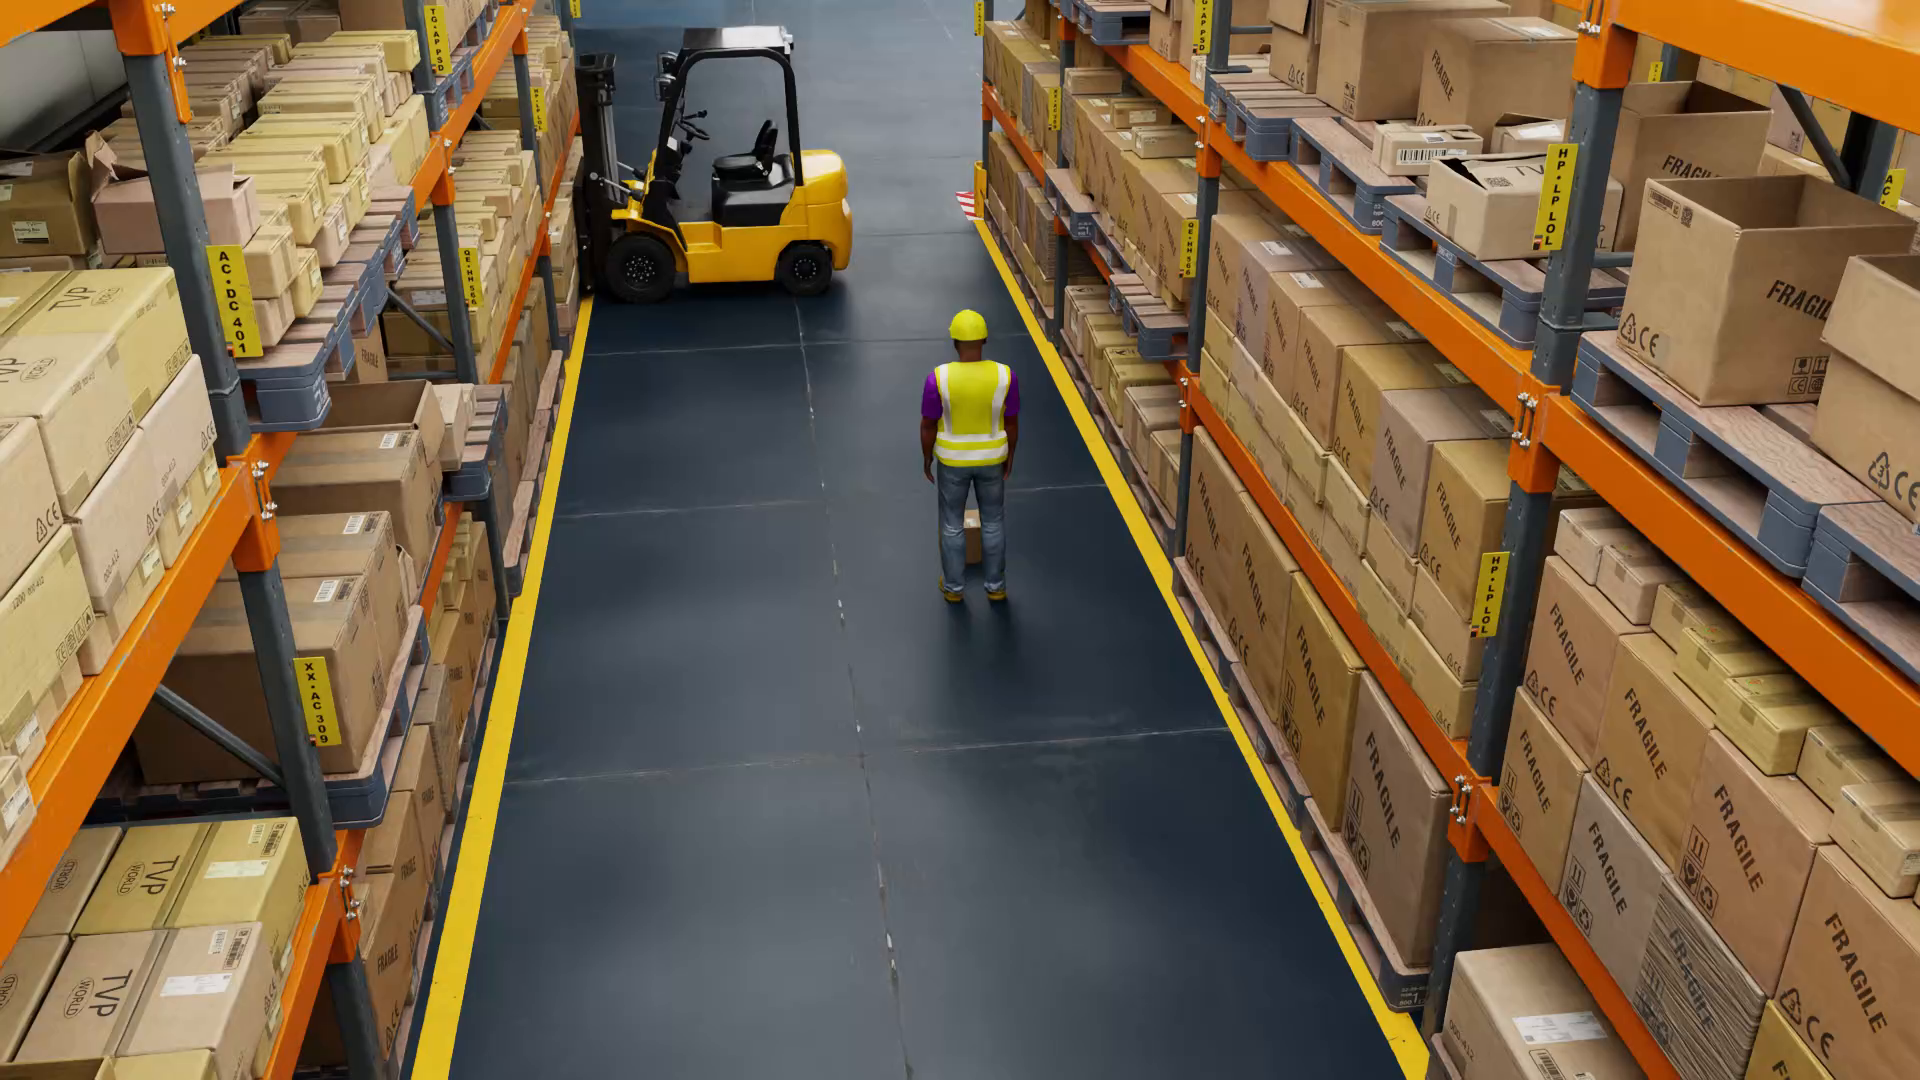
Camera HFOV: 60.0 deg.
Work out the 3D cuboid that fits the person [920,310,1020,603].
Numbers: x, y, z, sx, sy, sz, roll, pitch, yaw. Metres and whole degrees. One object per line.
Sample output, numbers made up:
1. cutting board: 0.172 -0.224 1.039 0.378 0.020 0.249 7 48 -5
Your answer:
1. person: 0.053 -0.467 9.527 0.564 1.778 0.360 -3 27 -6
